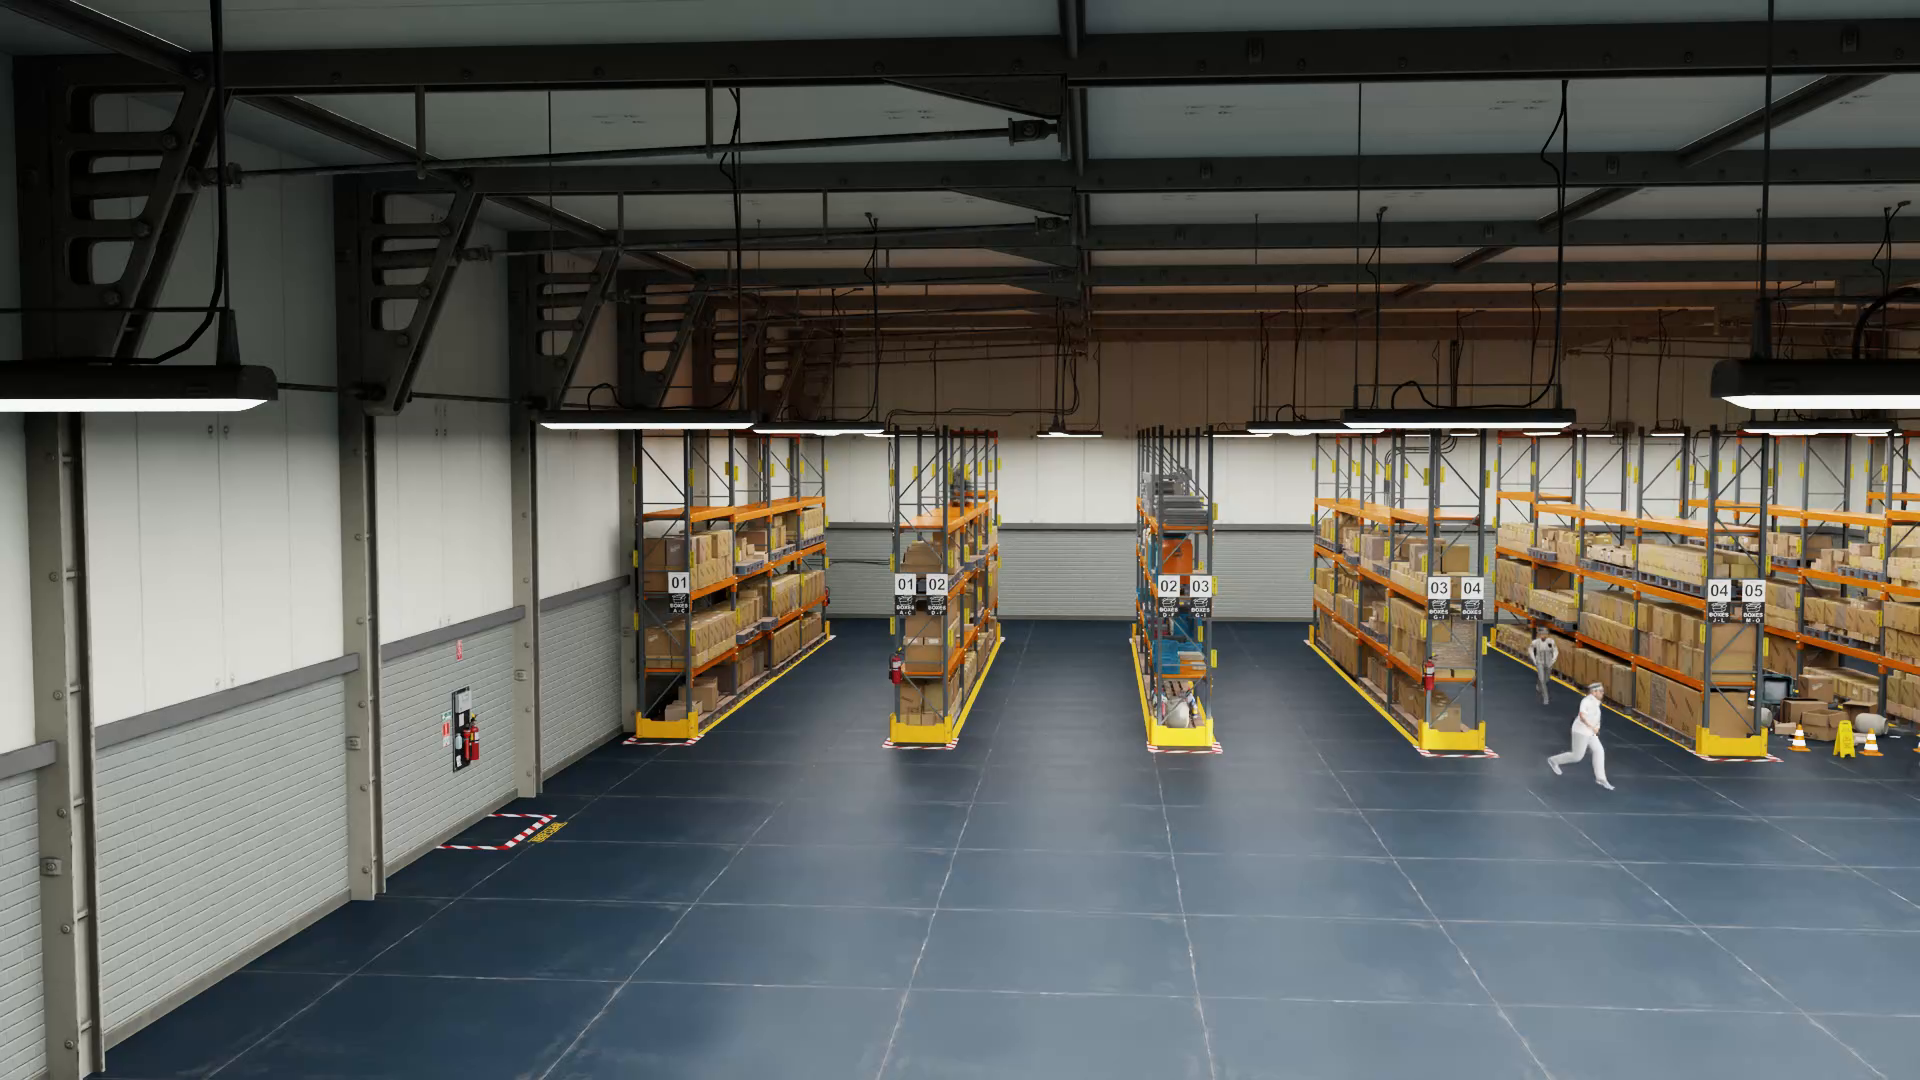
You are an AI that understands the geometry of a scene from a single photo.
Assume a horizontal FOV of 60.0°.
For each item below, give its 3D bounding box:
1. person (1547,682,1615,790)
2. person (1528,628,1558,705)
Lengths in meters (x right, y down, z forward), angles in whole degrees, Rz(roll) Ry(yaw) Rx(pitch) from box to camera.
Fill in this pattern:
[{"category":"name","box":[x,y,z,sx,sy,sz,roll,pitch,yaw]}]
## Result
[{"category":"person","box":[10.301,3.214,27.541,1.077,1.776,0.663,3,4,36]},{"category":"person","box":[12.771,2.732,36.444,0.620,1.678,0.949,0,3,8]}]
